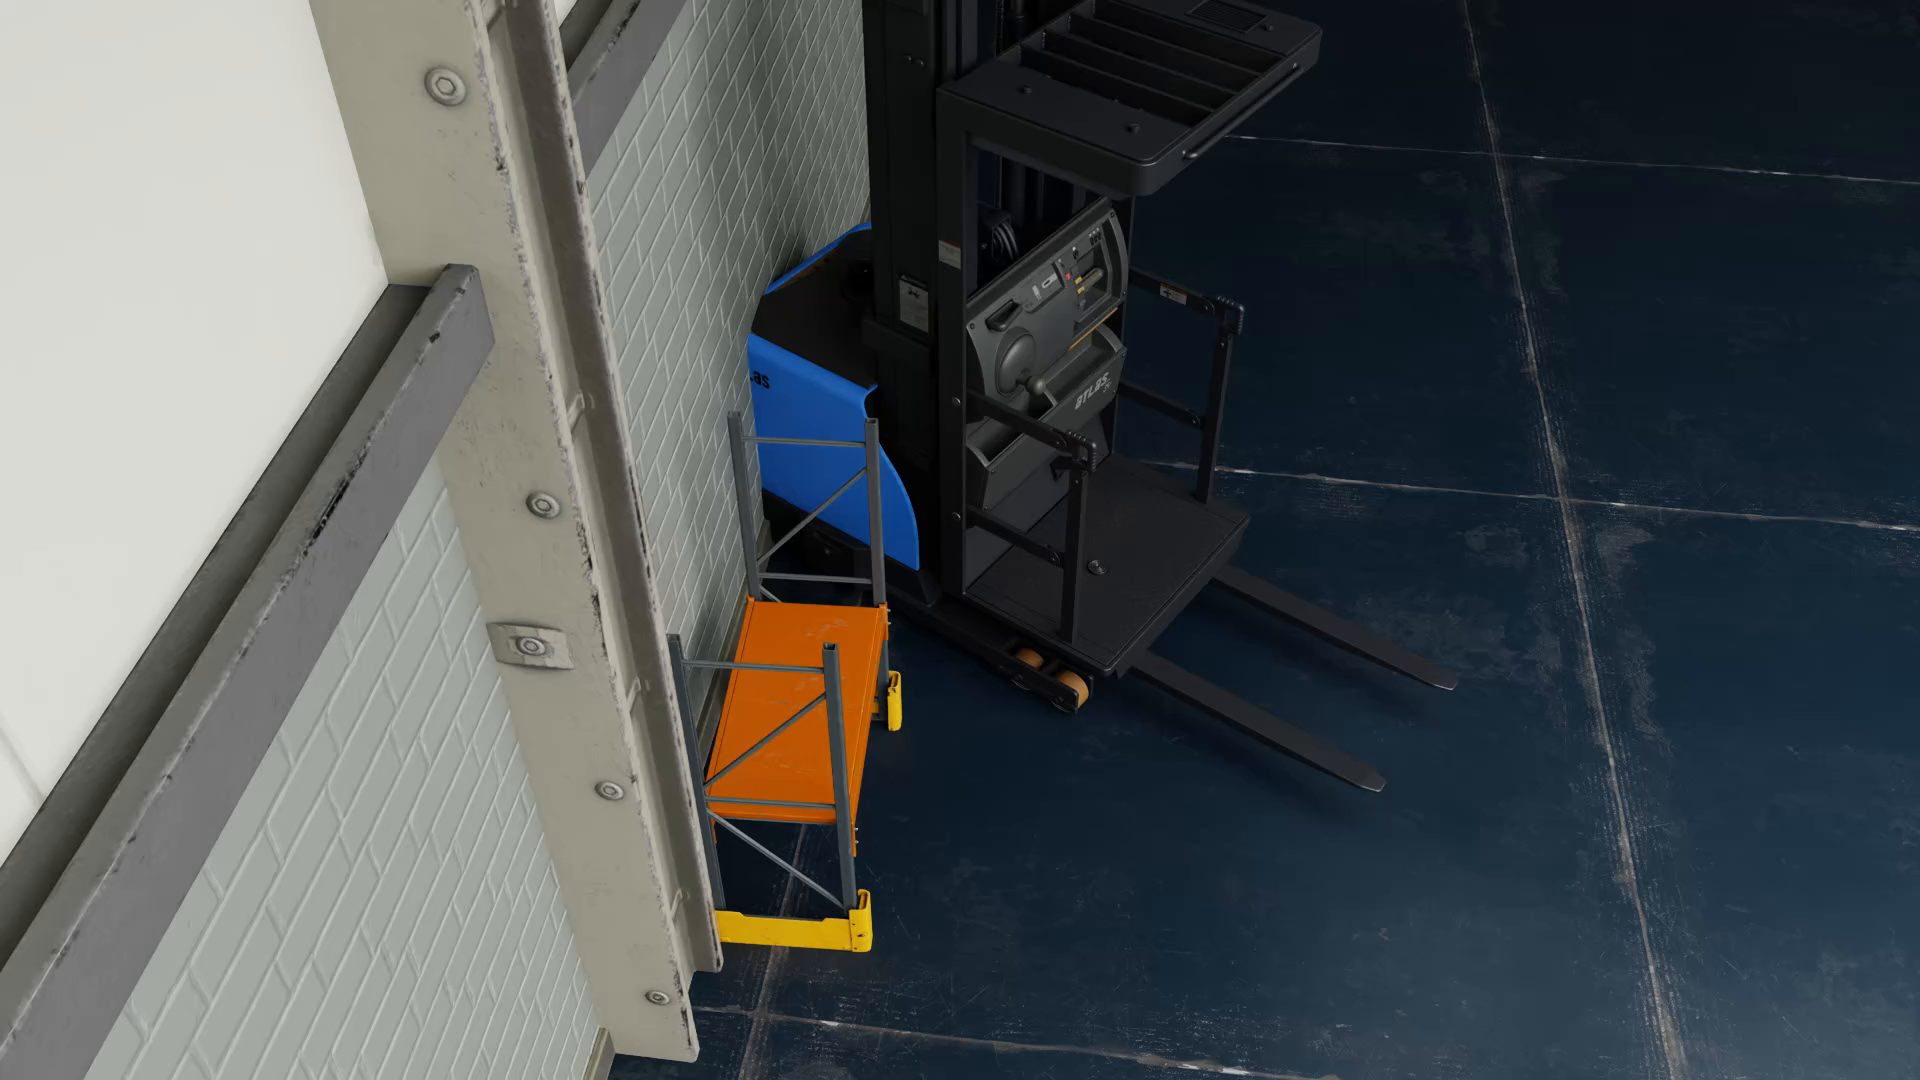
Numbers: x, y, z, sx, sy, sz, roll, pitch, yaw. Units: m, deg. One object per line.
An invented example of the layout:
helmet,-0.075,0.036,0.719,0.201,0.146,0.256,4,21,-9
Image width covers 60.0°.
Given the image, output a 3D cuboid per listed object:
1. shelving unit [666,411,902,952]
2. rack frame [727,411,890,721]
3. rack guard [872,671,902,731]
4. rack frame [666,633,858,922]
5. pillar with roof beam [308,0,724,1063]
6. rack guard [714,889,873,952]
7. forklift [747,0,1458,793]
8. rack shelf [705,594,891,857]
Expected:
shelving unit,-0.561,0.495,5.637,0.587,1.500,1.083,3,44,3
rack frame,-0.521,0.140,6.011,0.500,1.500,0.032,3,44,3
rack guard,-0.522,0.607,6.427,0.587,0.250,0.087,3,44,3
rack frame,-0.599,0.837,5.275,0.500,1.500,0.032,3,44,3
pillar with roof beam,3.275,-1.315,2.094,9.100,9.000,0.400,5,44,6
rack guard,-0.599,1.290,5.706,0.587,0.250,0.087,3,44,3
forklift,0.497,-0.806,5.970,3.031,2.935,1.130,27,50,26
rack shelf,-0.560,0.619,5.767,0.538,0.185,1.000,3,44,3
